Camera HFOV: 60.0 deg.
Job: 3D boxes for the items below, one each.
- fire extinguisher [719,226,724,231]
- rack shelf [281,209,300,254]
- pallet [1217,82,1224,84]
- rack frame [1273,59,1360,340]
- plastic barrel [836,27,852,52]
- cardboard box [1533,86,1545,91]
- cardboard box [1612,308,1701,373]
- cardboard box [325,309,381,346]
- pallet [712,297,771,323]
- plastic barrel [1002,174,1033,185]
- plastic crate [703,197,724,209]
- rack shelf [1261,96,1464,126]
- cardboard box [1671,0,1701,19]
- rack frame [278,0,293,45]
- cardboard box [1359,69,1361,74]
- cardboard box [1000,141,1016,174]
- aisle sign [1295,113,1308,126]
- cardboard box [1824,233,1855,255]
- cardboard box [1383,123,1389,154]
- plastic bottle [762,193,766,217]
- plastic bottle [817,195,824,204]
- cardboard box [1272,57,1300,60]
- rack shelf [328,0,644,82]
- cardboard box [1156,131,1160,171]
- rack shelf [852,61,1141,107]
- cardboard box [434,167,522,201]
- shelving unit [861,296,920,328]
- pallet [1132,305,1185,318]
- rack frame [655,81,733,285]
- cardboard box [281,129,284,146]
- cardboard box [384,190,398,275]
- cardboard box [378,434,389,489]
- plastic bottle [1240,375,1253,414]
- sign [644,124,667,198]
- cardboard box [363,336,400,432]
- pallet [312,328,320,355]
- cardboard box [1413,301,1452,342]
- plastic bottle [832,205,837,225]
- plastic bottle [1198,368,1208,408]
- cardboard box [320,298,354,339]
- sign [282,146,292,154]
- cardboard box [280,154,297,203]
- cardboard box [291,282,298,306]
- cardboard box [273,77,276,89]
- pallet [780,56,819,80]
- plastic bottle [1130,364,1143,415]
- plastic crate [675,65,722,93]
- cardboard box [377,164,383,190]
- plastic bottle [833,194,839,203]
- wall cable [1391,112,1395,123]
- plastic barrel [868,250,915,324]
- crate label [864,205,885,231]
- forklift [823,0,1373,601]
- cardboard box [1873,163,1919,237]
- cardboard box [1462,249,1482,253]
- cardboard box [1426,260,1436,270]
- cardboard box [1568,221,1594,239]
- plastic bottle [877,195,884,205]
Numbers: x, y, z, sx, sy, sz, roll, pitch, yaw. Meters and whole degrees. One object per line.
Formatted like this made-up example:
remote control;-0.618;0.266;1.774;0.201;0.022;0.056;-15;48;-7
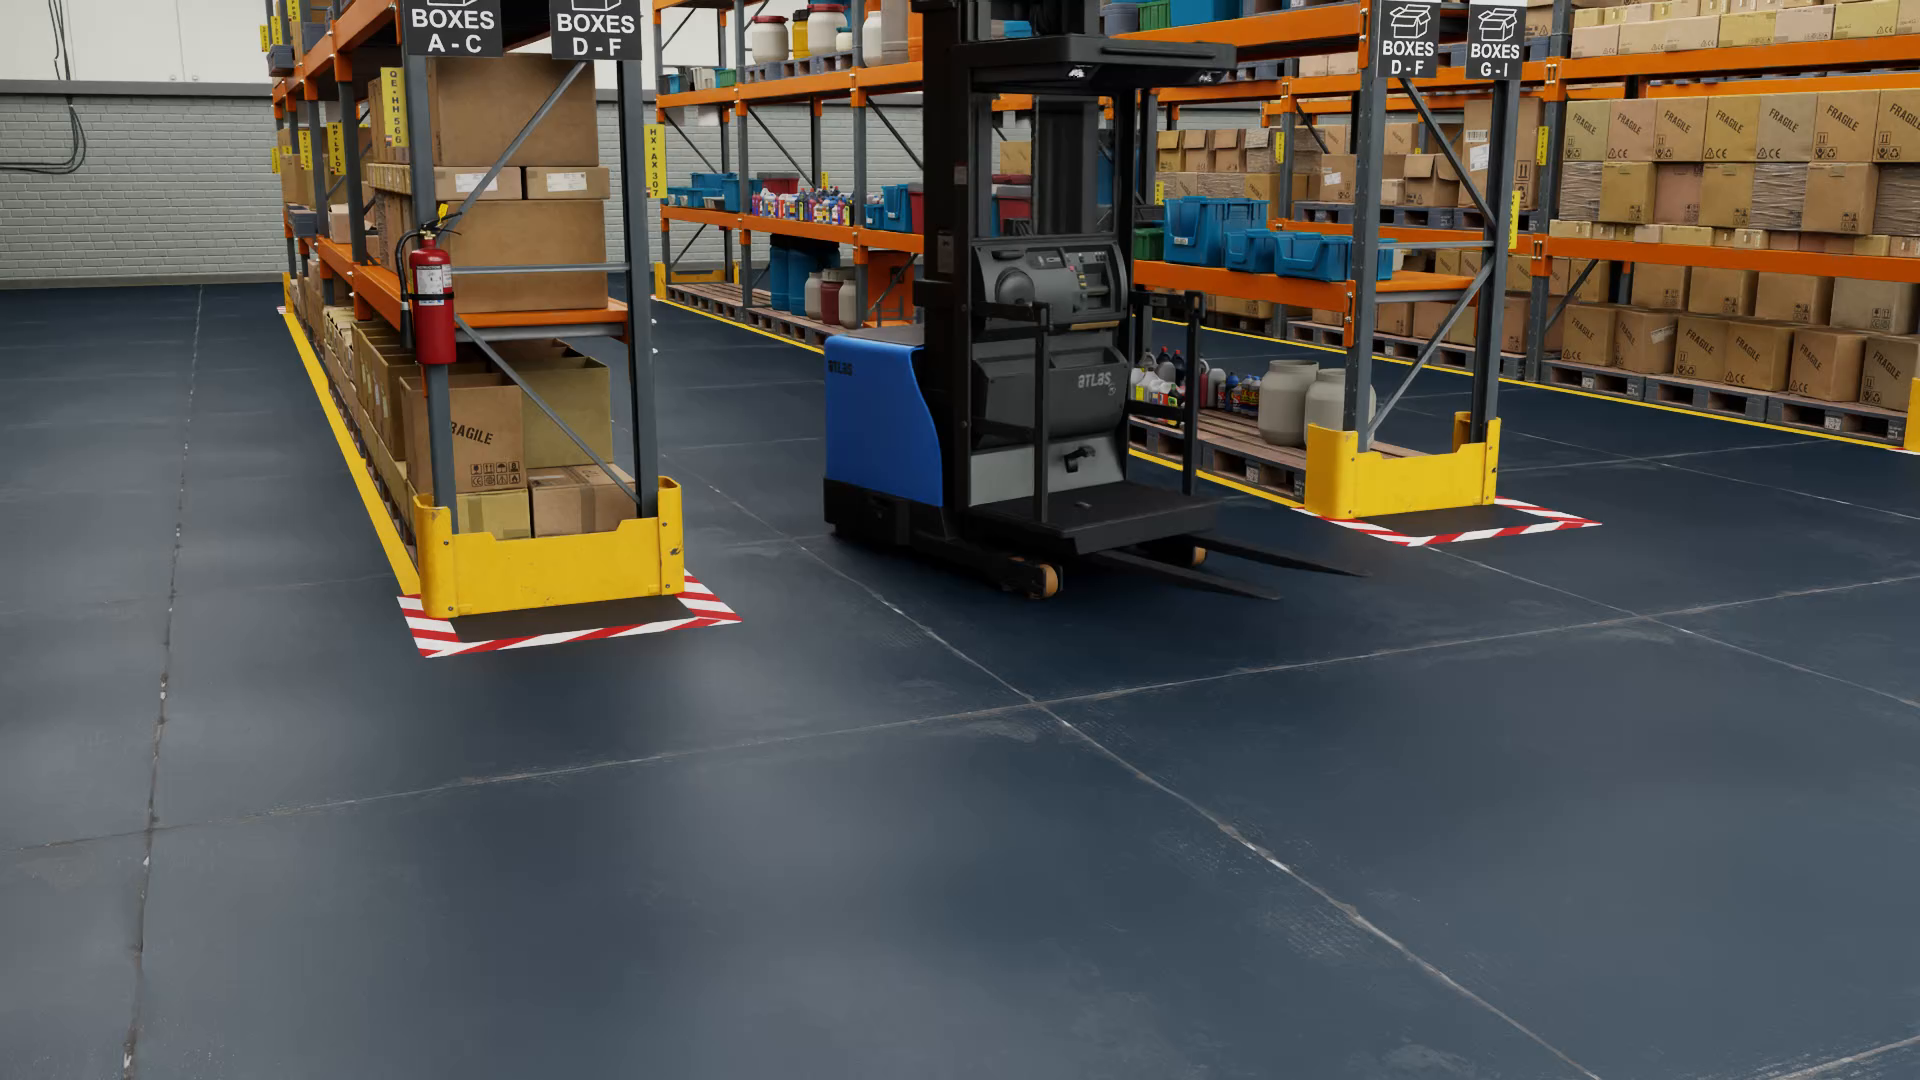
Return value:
fire extinguisher;-3.404;-4.807;23.988;0.296;0.674;0.183;-6;14;-23
rack shelf;-7.499;-3.744;19.991;1.077;0.370;4.000;-6;14;-23
pallet;3.226;-5.478;19.651;1.003;0.211;1.213;-5;14;-20
rack frame;3.983;-3.749;18.417;1.000;3.000;0.127;-6;14;-23
plastic barrel;-1.119;-5.109;17.014;0.301;0.262;0.301;0;13;0
cardboard box;7.698;-5.987;21.212;0.500;0.500;0.500;-6;14;-23
cardboard box;5.945;-1.706;14.199;0.500;0.500;0.500;-1;13;-5
cardboard box;-4.937;-1.751;13.706;0.500;0.311;0.500;-6;14;-24
pallet;-2.488;-2.918;21.010;1.003;0.211;1.213;-6;14;-23
plastic barrel;0.571;-2.911;14.492;0.433;0.535;0.433;0;13;0
plastic crate;-3.131;-4.362;21.514;0.293;0.136;0.466;-6;14;-23
rack shelf;6.164;-6.527;25.361;1.077;0.370;4.000;-6;14;-23
cardboard box;5.856;-4.194;13.134;0.380;0.149;0.250;-6;14;-24
rack frame;-6.698;-6.604;17.448;1.000;3.000;0.127;-6;14;-23
cardboard box;4.358;-4.806;16.663;0.500;0.250;0.500;-5;14;-22
cardboard box;0.923;-5.612;24.477;0.500;0.500;0.500;-6;14;-24
aisle sign;5.609;-7.138;27.293;0.394;0.787;0.004;-6;14;-23
cardboard box;6.551;-2.166;12.133;0.380;0.149;0.250;-6;14;-23
cardboard box;6.318;-5.862;24.449;0.500;0.500;0.500;-6;14;-25
plastic bottle;-2.246;-3.881;19.273;0.097;0.271;0.097;0;13;0
plastic bottle;-1.508;-3.577;17.933;0.061;0.283;0.133;-6;14;-23
cardboard box;3.672;-5.585;18.536;0.797;0.503;0.637;-5;14;-20
rack shelf;-2.692;-2.726;8.941;1.077;0.370;4.000;-6;14;-23
cardboard box;2.644;-4.982;21.296;0.797;0.503;0.637;-6;14;-24
rack shelf;0.246;-4.000;14.441;1.077;0.370;4.000;-6;14;-23
cardboard box;-2.219;-1.629;7.595;0.380;0.149;0.250;-6;14;-24
shelving unit;-0.394;-0.781;9.584;0.258;1.200;0.503;-3;13;-13
pallet;2.759;-3.064;21.642;1.003;0.211;1.213;-6;14;-23
rack frame;-3.760;-4.955;23.625;1.000;3.000;0.127;-6;14;-23
cardboard box;-7.747;-4.612;19.707;0.500;0.500;0.500;-6;14;-23
cardboard box;-3.092;-1.878;10.110;0.700;0.500;0.500;-6;14;-24
cardboard box;-2.988;-0.460;9.373;0.500;0.250;0.500;-6;14;-23
plastic bottle;2.031;-1.028;11.736;0.097;0.271;0.097;0;13;0
sign;-1.380;-1.712;7.517;0.100;0.325;0.005;-6;14;-23
cardboard box;-3.194;-0.928;9.733;0.500;0.500;0.500;-6;14;-23
pallet;-6.337;-2.158;17.728;1.003;0.211;1.213;-6;14;-23
cardboard box;4.961;-2.264;16.567;0.700;0.500;0.500;-7;15;-28
plastic bottle;-1.269;-3.343;17.104;0.097;0.201;0.097;0;13;0
plastic bottle;1.739;-1.109;12.059;0.061;0.283;0.133;-6;14;-23
cardboard box;-5.685;-2.024;15.529;0.500;0.500;0.500;-5;14;-21
sign;-7.192;-4.053;17.808;0.100;0.325;0.005;-6;14;-23
cardboard box;-6.713;-3.817;17.556;0.700;0.500;0.500;-12;18;-42
cardboard box;-7.942;-3.038;20.467;0.500;0.250;0.500;-6;14;-23
cardboard box;-8.139;-5.663;20.365;0.500;0.250;0.500;-6;14;-23
pallet;-1.297;-5.110;18.065;1.003;0.211;1.213;-6;14;-23
plastic bottle;1.236;-1.068;11.732;0.144;0.351;0.185;-6;14;-23
plastic crate;-3.400;-6.045;21.823;0.504;0.338;0.767;-6;14;-23
cardboard box;-3.251;-2.161;9.896;0.380;0.149;0.250;-6;14;-23
plastic bottle;-1.408;-3.791;18.881;0.097;0.271;0.097;0;13;0
wall cable;8.873;-8.085;34.899;0.588;1.984;0.122;-6;14;-23
plastic barrel;-0.767;-2.549;17.111;0.600;0.830;0.708;-6;14;-23
crate label;-0.730;-3.099;15.980;0.303;0.233;0.416;-6;14;-23
forklift;0.890;-2.169;10.039;4.498;3.703;6.186;-10;17;-38
cardboard box;6.992;-2.406;11.732;0.875;0.500;0.500;-6;14;-23
cardboard box;7.235;-4.069;22.746;0.500;0.250;0.500;-5;14;-21
cardboard box;7.114;-4.067;24.522;0.380;0.149;0.250;-5;14;-20
cardboard box;5.484;-2.676;14.337;0.380;0.149;0.250;-6;14;-23
plastic bottle;-0.854;-3.606;18.059;0.061;0.283;0.133;-6;14;-23
